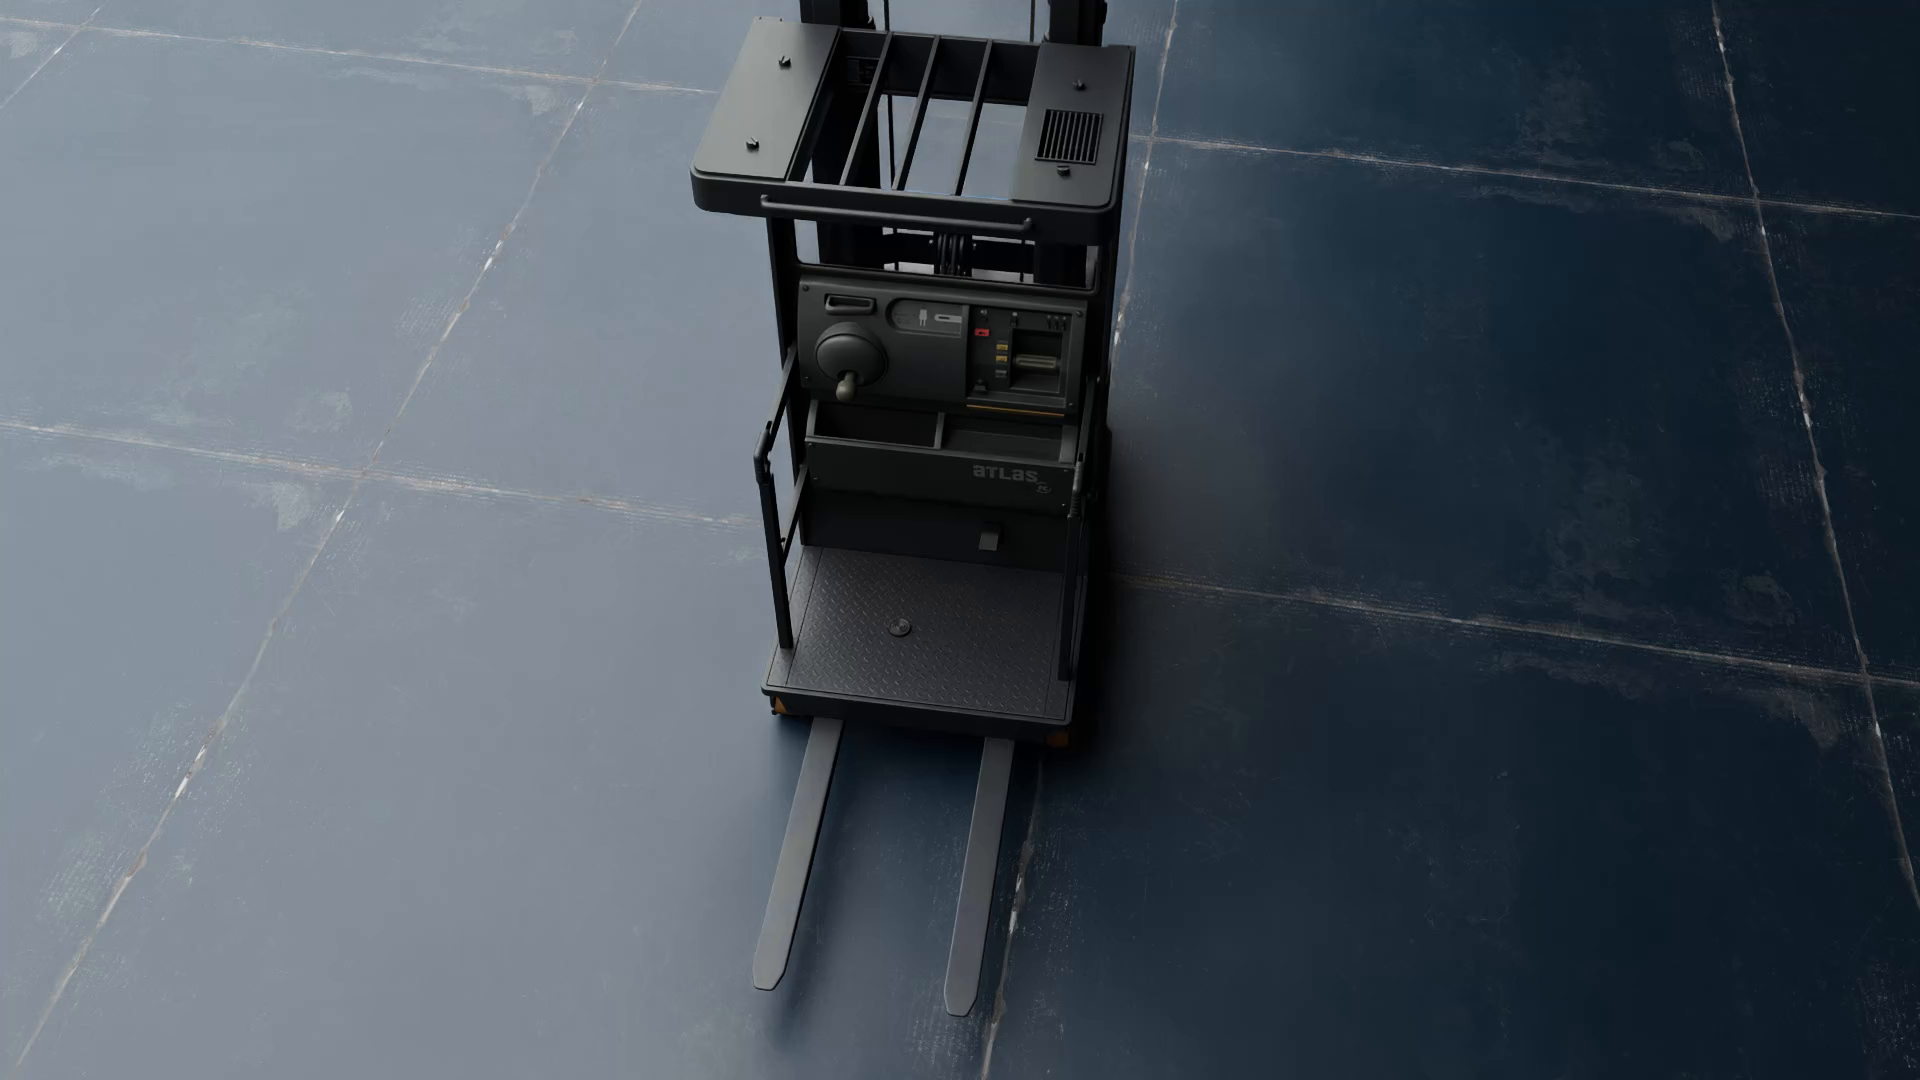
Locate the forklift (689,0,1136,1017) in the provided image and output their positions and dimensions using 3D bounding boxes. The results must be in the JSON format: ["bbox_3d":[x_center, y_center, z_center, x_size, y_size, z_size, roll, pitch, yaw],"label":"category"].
[{"bbox_3d":[-0.091,-0.516,5.215,1.130,2.935,3.031,6,48,6],"label":"forklift"}]
